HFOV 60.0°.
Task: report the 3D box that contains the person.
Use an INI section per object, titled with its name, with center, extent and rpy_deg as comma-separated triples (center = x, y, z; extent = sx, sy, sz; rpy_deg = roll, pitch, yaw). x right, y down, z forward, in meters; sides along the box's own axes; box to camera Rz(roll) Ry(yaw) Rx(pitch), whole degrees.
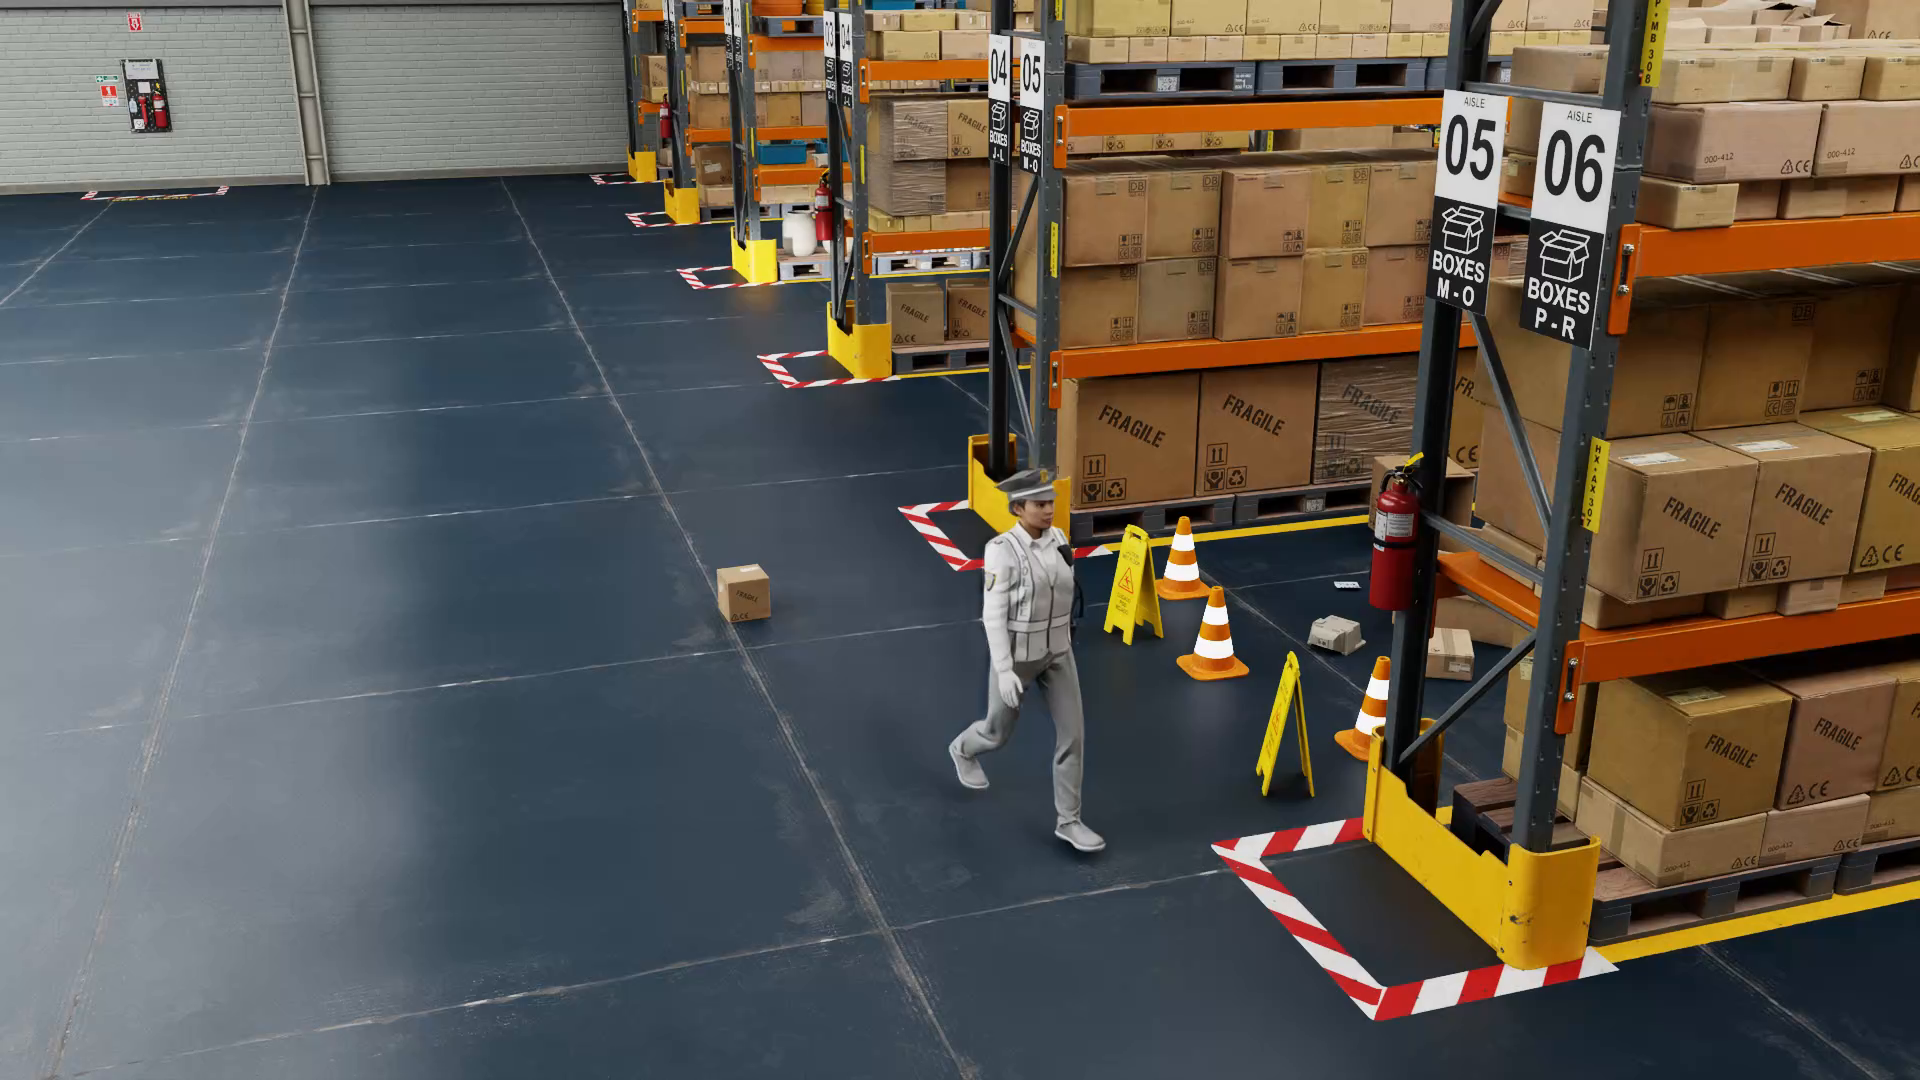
[person]
center = 0.285, 0.468, 7.170
extent = 0.479, 1.647, 0.938
rpy_deg = -12, 22, -30
